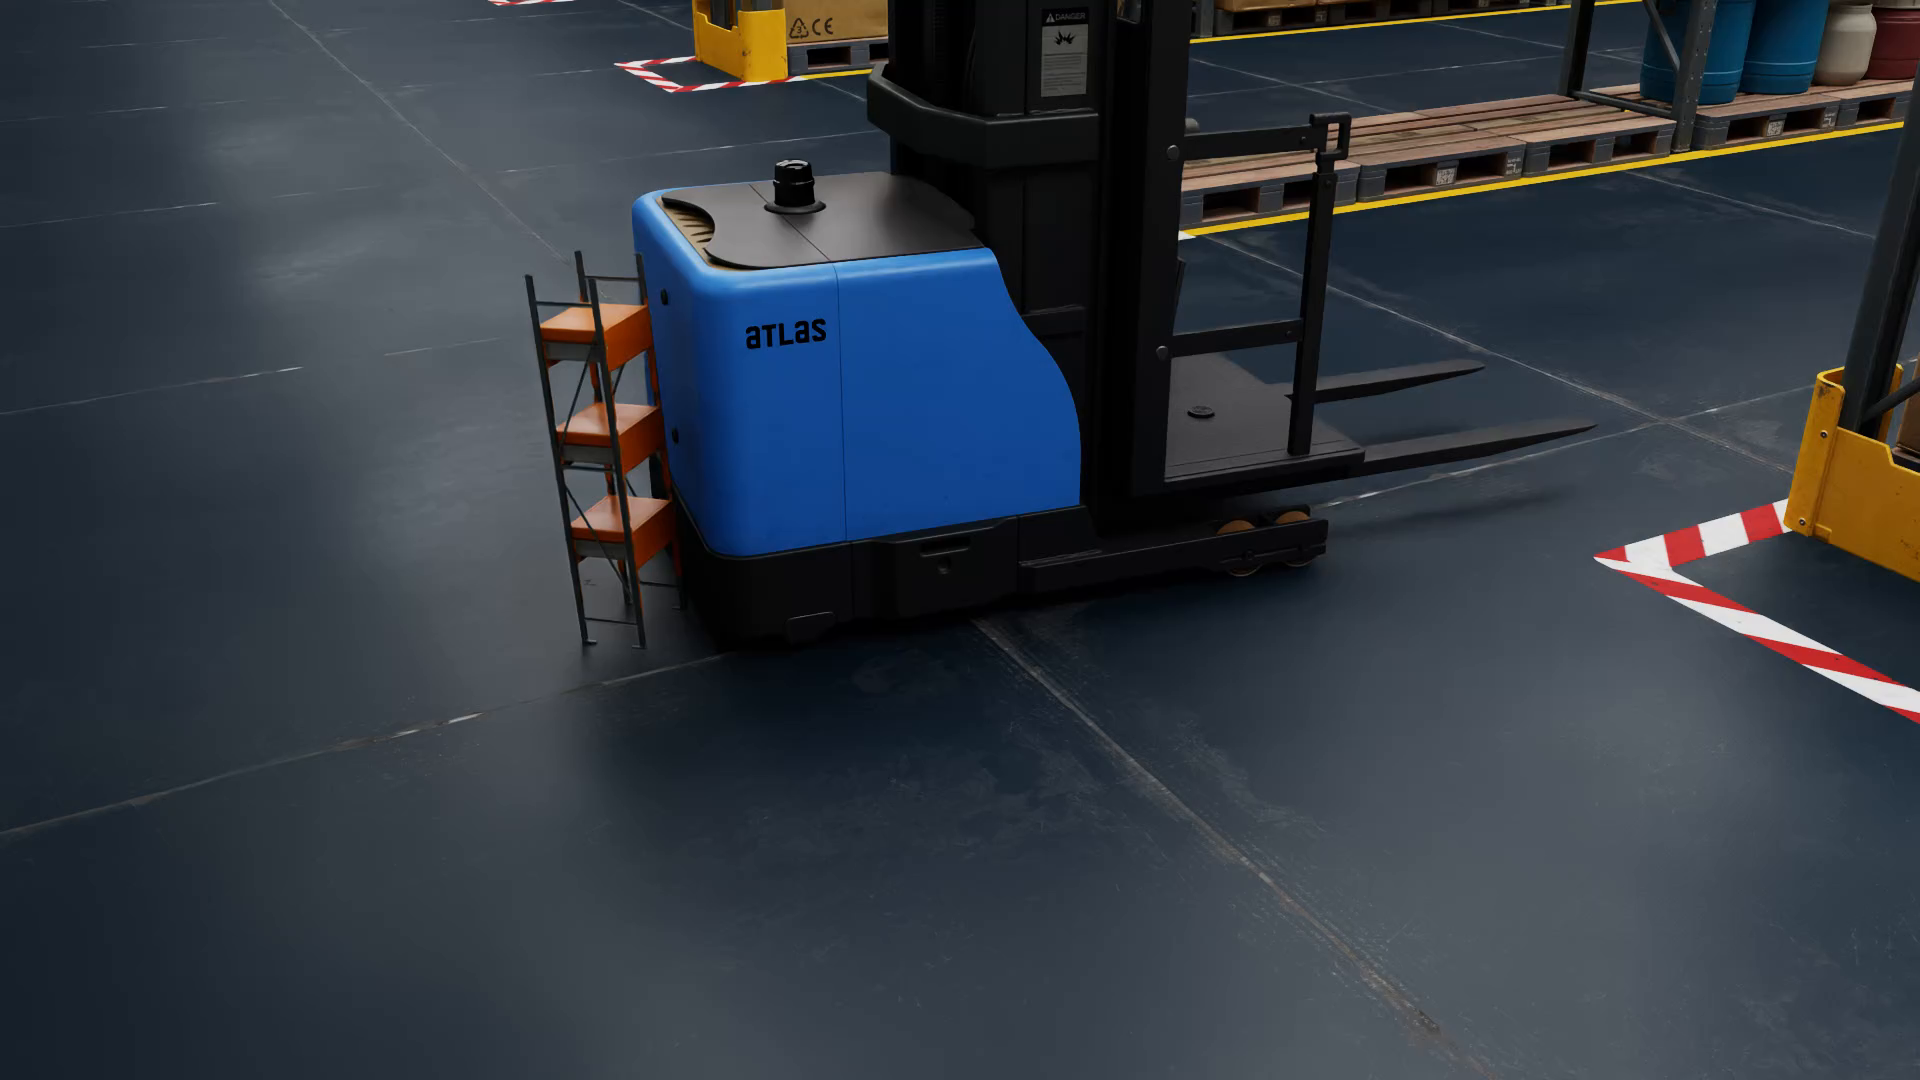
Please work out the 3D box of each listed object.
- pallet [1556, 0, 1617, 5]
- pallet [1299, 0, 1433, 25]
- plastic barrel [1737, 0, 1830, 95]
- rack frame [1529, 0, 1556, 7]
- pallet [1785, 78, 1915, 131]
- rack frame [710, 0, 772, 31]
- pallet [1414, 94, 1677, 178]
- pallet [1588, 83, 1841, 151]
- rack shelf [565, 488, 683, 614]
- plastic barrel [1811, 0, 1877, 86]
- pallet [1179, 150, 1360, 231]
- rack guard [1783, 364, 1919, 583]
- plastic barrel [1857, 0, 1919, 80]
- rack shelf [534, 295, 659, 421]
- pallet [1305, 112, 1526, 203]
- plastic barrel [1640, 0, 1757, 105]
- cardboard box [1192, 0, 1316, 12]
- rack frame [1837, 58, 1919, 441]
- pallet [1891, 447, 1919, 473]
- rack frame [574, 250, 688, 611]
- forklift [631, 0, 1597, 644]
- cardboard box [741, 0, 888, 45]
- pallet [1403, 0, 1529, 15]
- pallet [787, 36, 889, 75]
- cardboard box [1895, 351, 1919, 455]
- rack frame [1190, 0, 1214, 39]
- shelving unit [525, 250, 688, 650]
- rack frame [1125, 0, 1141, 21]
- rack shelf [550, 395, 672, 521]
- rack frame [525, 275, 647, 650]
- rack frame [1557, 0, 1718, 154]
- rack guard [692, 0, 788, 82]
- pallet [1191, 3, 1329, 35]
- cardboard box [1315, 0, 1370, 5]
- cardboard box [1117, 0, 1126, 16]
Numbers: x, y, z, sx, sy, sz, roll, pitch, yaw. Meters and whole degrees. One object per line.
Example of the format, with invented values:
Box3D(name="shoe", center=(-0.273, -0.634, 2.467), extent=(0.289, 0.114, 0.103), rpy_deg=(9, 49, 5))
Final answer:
Box3D(name="pallet", center=(6.079, -5.521, 16.506), extent=(1.213, 0.211, 1.003), rpy_deg=(-13, 29, -25))
Box3D(name="pallet", center=(3.583, -4.984, 15.387), extent=(1.213, 0.211, 1.003), rpy_deg=(-13, 29, -25))
Box3D(name="plastic barrel", center=(5.303, -3.406, 10.817), extent=(0.708, 0.901, 0.600), rpy_deg=(-13, 29, -25))
Box3D(name="rack frame", center=(5.389, -6.620, 15.572), extent=(0.127, 3.000, 1.000), rpy_deg=(-13, 29, -25))
Box3D(name="pallet", center=(5.969, -3.048, 11.355), extent=(1.213, 0.211, 1.003), rpy_deg=(-13, 29, -25))
Box3D(name="rack frame", center=(-1.670, -4.991, 12.179), extent=(0.127, 3.000, 1.000), rpy_deg=(-13, 29, -25))
Box3D(name="pallet", center=(3.560, -2.492, 10.197), extent=(1.213, 0.211, 1.003), rpy_deg=(-13, 29, -25))
Box3D(name="pallet", center=(4.891, -2.798, 10.833), extent=(1.213, 0.211, 1.003), rpy_deg=(-13, 29, -25))
Box3D(name="rack shelf", center=(-0.933, 0.028, 4.630), extent=(0.215, 0.259, 0.240), rpy_deg=(5, 26, 18))
Box3D(name="plastic barrel", center=(5.844, -3.311, 11.069), extent=(0.421, 0.512, 0.421), rpy_deg=(0, 26, 0))
Box3D(name="pallet", center=(1.407, -1.995, 9.161), extent=(1.213, 0.211, 1.003), rpy_deg=(-13, 29, -25))
Box3D(name="rack guard", center=(3.056, -0.095, 4.871), extent=(0.348, 0.500, 1.175), rpy_deg=(-13, 29, -25))
Box3D(name="plastic barrel", center=(6.300, -3.494, 11.363), extent=(0.708, 0.588, 0.600), rpy_deg=(-13, 29, -25))
Box3D(name="rack shelf", center=(-0.958, -0.484, 4.399), extent=(0.215, 0.259, 0.240), rpy_deg=(5, 26, 18))
Box3D(name="pallet", center=(2.482, -2.242, 9.675), extent=(1.213, 0.211, 1.003), rpy_deg=(-13, 29, -25))
Box3D(name="plastic barrel", center=(4.678, -3.261, 10.516), extent=(0.708, 0.901, 0.600), rpy_deg=(-13, 29, -25))
Box3D(name="cardboard box", center=(2.415, -5.175, 14.532), extent=(0.875, 0.875, 1.225), rpy_deg=(-13, 29, -25))
Box3D(name="rack frame", center=(2.989, -1.207, 4.297), extent=(0.127, 3.000, 1.000), rpy_deg=(-13, 29, -25))
Box3D(name="pallet", center=(3.759, -0.128, 5.272), extent=(1.213, 0.211, 1.003), rpy_deg=(-13, 29, -25))
Box3D(name="rack frame", center=(-0.907, -0.284, 4.616), extent=(0.200, 1.050, 0.008), rpy_deg=(5, 26, 18))
Box3D(name="forklift", center=(0.589, -1.415, 4.811), extent=(3.031, 2.935, 1.130), rpy_deg=(-9, 27, -18))
Box3D(name="cardboard box", center=(-1.143, -4.383, 12.883), extent=(0.875, 0.875, 0.875), rpy_deg=(-13, 29, -25))
Box3D(name="pallet", center=(4.658, -5.231, 15.901), extent=(1.213, 0.211, 1.003), rpy_deg=(-13, 29, -25))
Box3D(name="pallet", center=(-1.001, -3.926, 13.184), extent=(1.213, 0.211, 1.003), rpy_deg=(-13, 29, -25))
Box3D(name="cardboard box", center=(3.352, -0.483, 5.170), extent=(0.500, 0.500, 0.500), rpy_deg=(-13, 29, -25))
Box3D(name="rack frame", center=(1.860, -5.805, 13.876), extent=(0.127, 3.000, 1.000), rpy_deg=(-13, 29, -25))
Box3D(name="shelving unit", center=(-0.946, -0.235, 4.511), extent=(0.215, 1.050, 0.252), rpy_deg=(5, 26, 18))
Box3D(name="rack frame", center=(0.661, -3.099, 8.239), extent=(0.127, 3.000, 1.000), rpy_deg=(-13, 29, -25))
Box3D(name="rack shelf", center=(-0.945, -0.225, 4.516), extent=(0.215, 0.259, 0.240), rpy_deg=(5, 26, 18))
Box3D(name="rack frame", center=(-0.984, -0.186, 4.407), extent=(0.200, 1.050, 0.008), rpy_deg=(5, 26, 18))
Box3D(name="rack frame", center=(4.190, -3.914, 9.936), extent=(0.127, 3.000, 1.000), rpy_deg=(-13, 29, -25))
Box3D(name="rack guard", center=(-1.691, -3.859, 12.710), extent=(0.348, 0.500, 1.175), rpy_deg=(-13, 29, -25))
Box3D(name="pallet", center=(2.505, -4.734, 14.866), extent=(1.213, 0.211, 1.003), rpy_deg=(-13, 29, -25))
Box3D(name="cardboard box", center=(3.203, -5.357, 14.912), extent=(0.875, 0.875, 1.225), rpy_deg=(-14, 29, -27))
Box3D(name="cardboard box", center=(1.240, -4.933, 14.028), extent=(0.875, 0.875, 0.875), rpy_deg=(-13, 29, -25))
